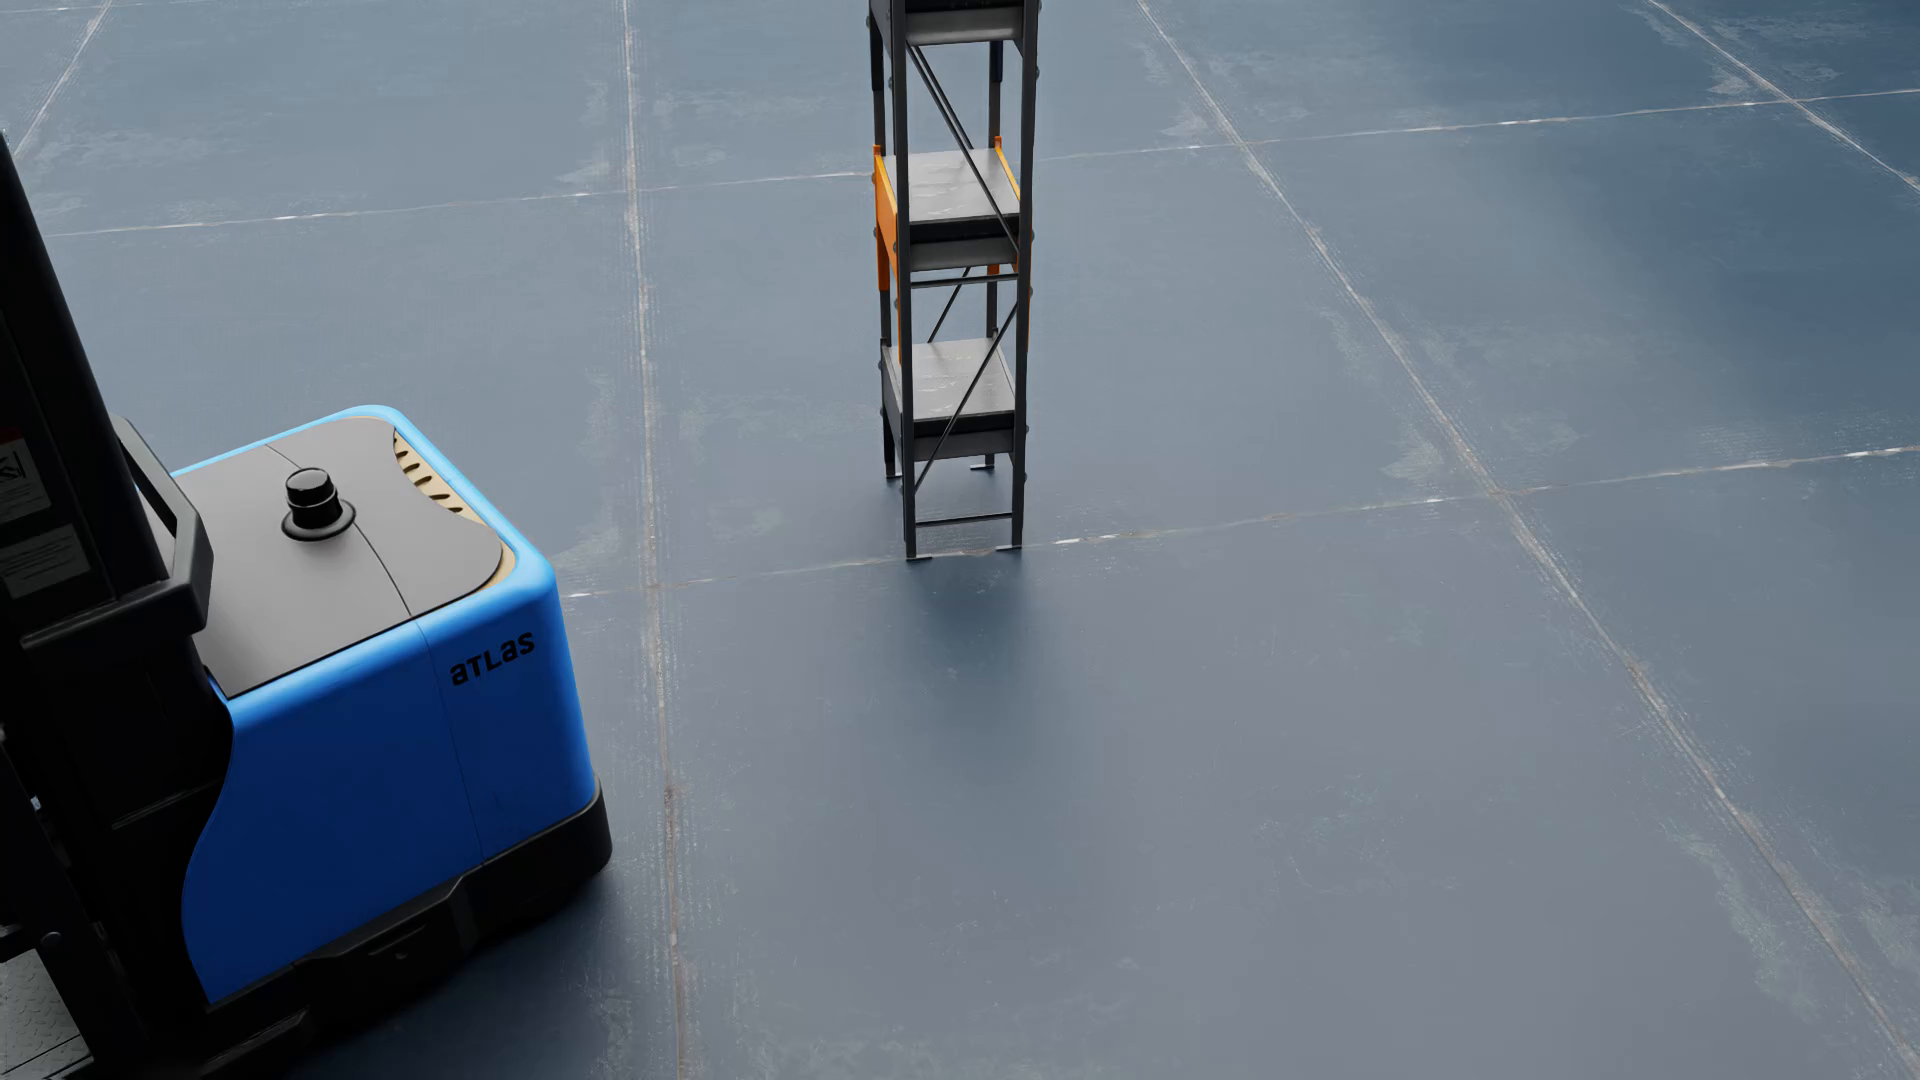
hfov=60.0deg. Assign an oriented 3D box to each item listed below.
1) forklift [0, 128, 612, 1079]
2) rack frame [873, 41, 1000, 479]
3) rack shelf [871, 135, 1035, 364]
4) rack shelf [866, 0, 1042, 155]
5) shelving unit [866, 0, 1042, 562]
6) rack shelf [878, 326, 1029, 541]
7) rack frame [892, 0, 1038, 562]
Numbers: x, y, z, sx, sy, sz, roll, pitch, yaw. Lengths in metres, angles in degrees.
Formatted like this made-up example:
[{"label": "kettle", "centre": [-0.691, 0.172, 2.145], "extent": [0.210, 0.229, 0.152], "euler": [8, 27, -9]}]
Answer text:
[{"label": "forklift", "centre": [-2.412, 0.099, 3.234], "extent": [3.031, 2.935, 1.130], "euler": [-27, 45, -30]}, {"label": "rack frame", "centre": [-0.072, -1.077, 5.424], "extent": [0.400, 2.100, 0.015], "euler": [-6, 38, -8]}, {"label": "rack shelf", "centre": [-0.029, -0.918, 5.243], "extent": [0.431, 0.518, 0.480], "euler": [-6, 38, -8]}, {"label": "rack shelf", "centre": [-0.029, -1.471, 4.813], "extent": [0.431, 0.518, 0.480], "euler": [-6, 38, -8]}, {"label": "shelving unit", "centre": [-0.029, -0.929, 5.235], "extent": [0.431, 2.100, 0.503], "euler": [-6, 38, -8]}, {"label": "rack shelf", "centre": [-0.029, -0.366, 5.672], "extent": [0.431, 0.518, 0.480], "euler": [-6, 38, -8]}, {"label": "rack frame", "centre": [0.014, -0.782, 5.045], "extent": [0.400, 2.100, 0.015], "euler": [-6, 38, -8]}]
